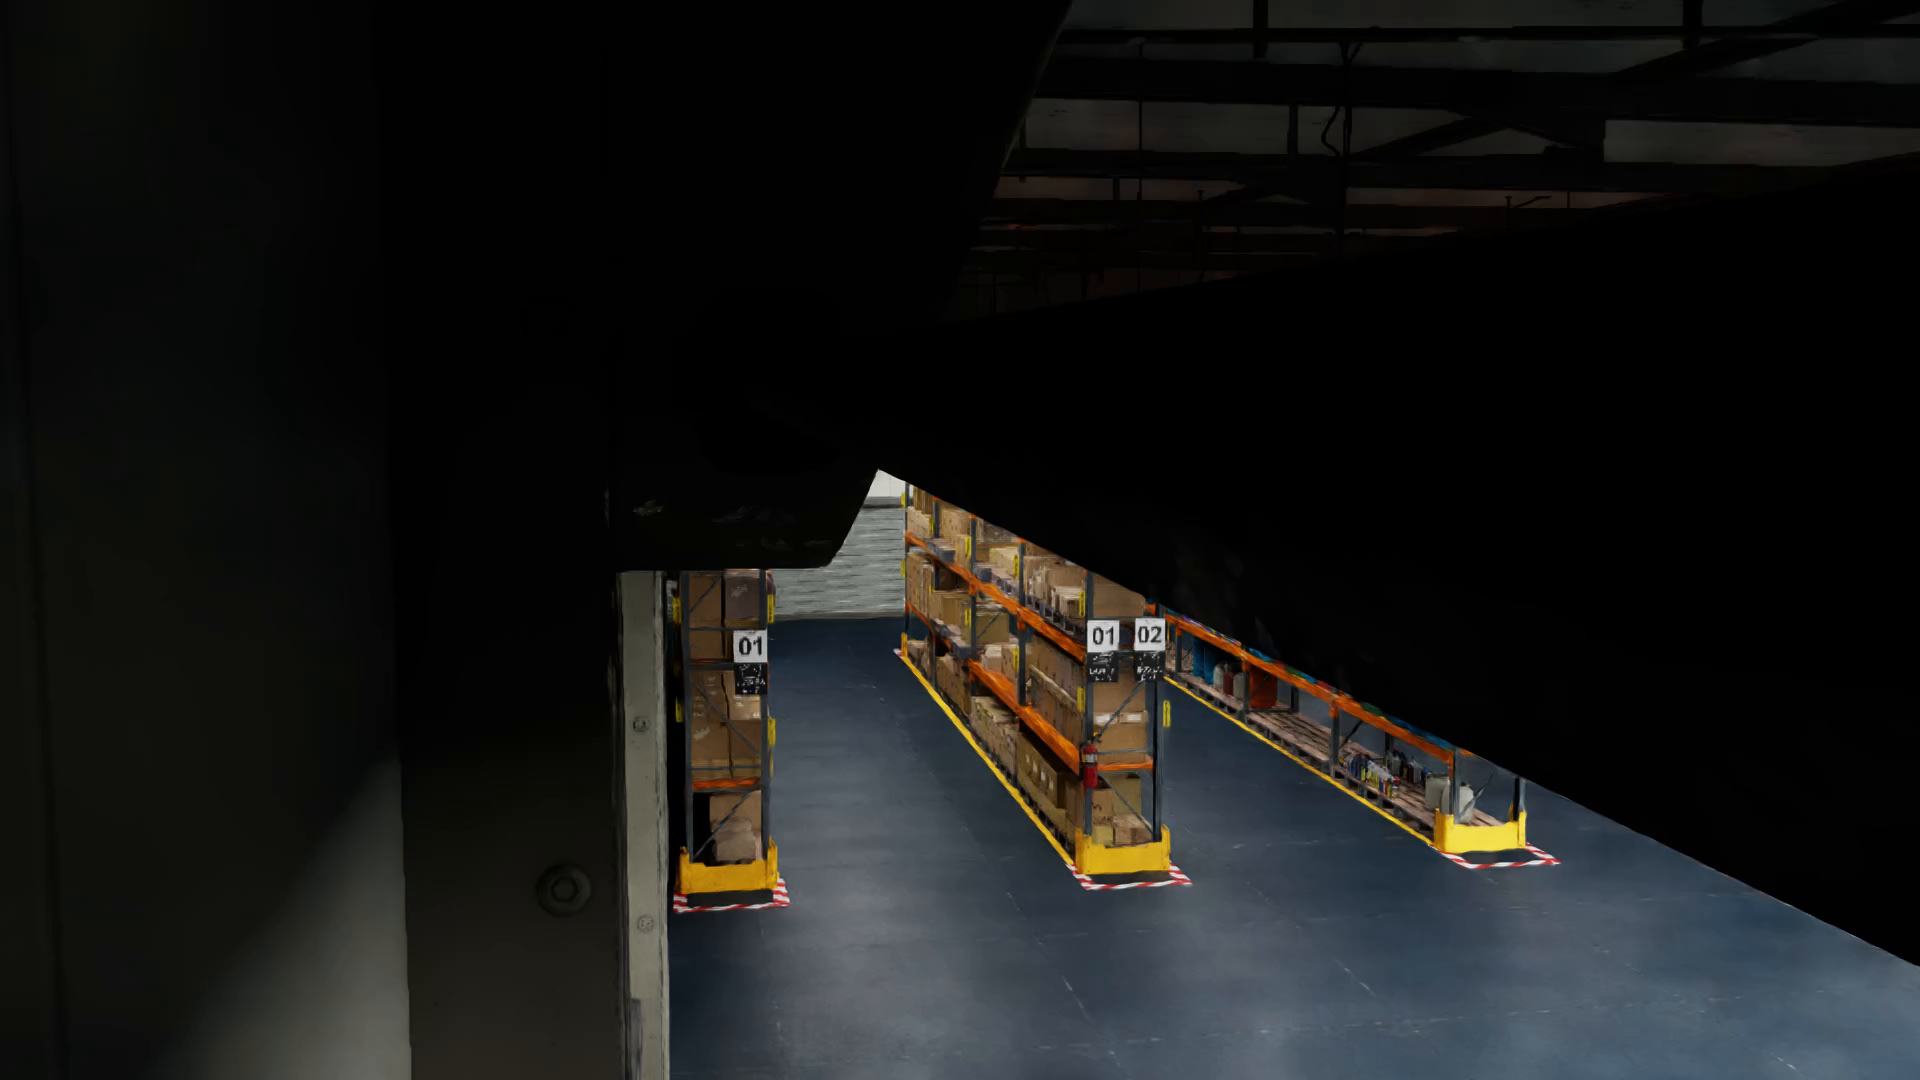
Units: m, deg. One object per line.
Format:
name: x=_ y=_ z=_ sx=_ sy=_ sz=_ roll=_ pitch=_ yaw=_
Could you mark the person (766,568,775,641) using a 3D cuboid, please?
person: x=-4.522 y=1.462 z=38.350 sx=0.531 sy=1.770 sz=0.752 roll=2 pitch=6 yaw=19
